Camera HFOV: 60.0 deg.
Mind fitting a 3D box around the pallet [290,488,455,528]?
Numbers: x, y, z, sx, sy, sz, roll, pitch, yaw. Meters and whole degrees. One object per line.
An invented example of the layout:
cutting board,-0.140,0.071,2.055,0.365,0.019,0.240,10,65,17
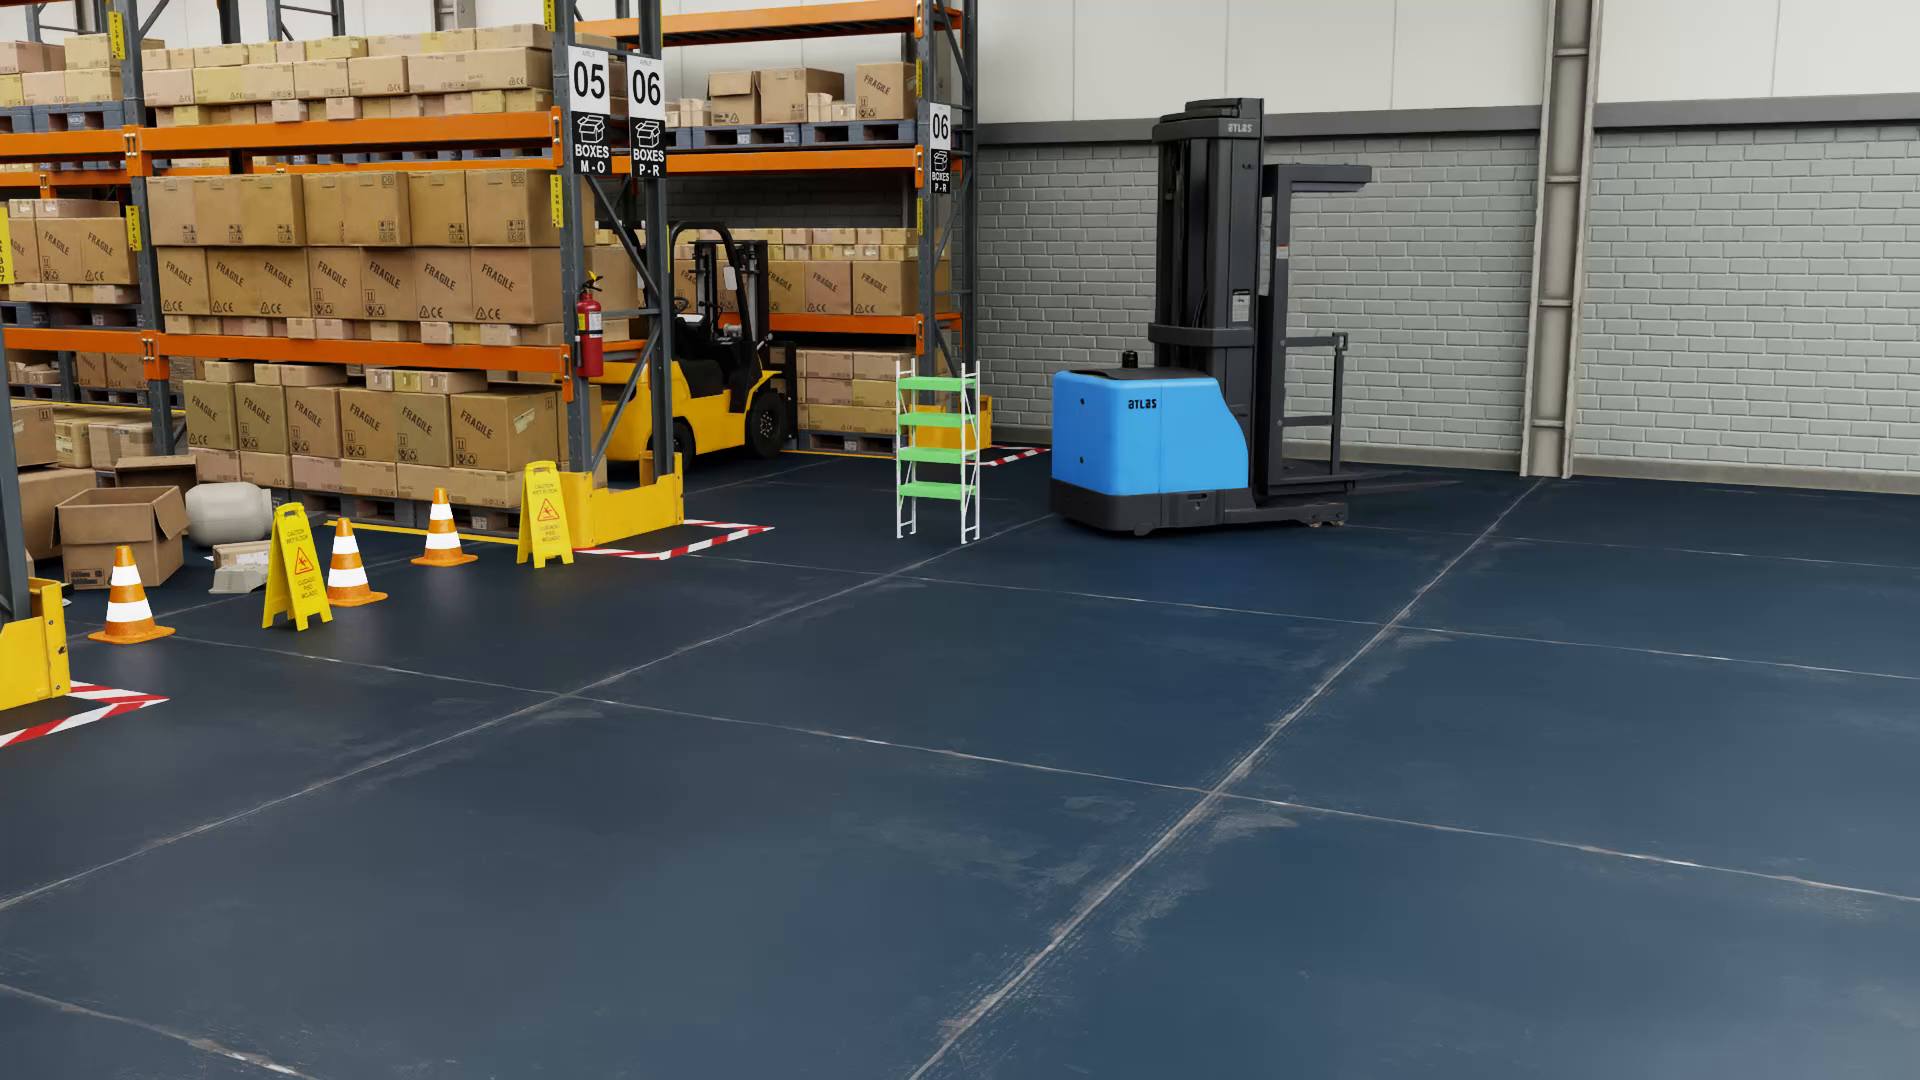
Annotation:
pallet,-4.170,-0.317,12.387,1.213,0.211,1.003,5,11,26

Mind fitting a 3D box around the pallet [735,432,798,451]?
pallet,-1.901,-1.088,16.647,1.213,0.211,1.003,5,11,26

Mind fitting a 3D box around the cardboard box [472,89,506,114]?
cardboard box,-2.981,-2.867,10.931,0.250,0.149,0.380,5,11,26

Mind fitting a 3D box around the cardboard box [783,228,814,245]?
cardboard box,-1.475,-2.884,15.806,0.250,0.149,0.380,5,12,27

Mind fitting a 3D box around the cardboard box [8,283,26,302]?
cardboard box,-7.379,-1.994,13.352,0.250,0.149,0.380,5,11,26

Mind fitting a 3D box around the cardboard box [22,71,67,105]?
cardboard box,-6.926,-3.504,12.990,0.500,0.250,0.500,5,11,27

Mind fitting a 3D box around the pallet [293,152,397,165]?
pallet,-6.632,-4.284,18.586,1.003,0.211,1.213,6,12,28

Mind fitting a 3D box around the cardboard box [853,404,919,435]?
cardboard box,-0.668,-1.150,15.703,0.500,0.250,0.500,5,11,26

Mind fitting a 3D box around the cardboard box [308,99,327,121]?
cardboard box,-4.331,-2.999,11.660,0.250,0.149,0.380,5,11,26

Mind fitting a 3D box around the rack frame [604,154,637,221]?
rack frame,-3.693,-2.625,17.312,0.127,3.000,1.000,5,11,26

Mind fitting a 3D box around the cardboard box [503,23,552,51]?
cardboard box,-2.733,-3.241,10.759,0.250,0.149,0.380,5,11,26

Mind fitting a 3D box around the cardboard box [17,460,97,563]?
cardboard box,-5.837,-0.162,10.329,0.503,0.637,0.797,5,11,26

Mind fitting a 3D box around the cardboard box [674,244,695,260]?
cardboard box,-2.622,-2.838,16.386,0.250,0.149,0.380,5,11,25

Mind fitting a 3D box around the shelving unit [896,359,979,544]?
shelving unit,-0.148,-0.603,11.195,0.503,1.200,0.258,5,11,26

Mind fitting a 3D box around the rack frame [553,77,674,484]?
rack frame,-2.299,-1.517,11.188,0.127,3.000,1.000,5,11,26

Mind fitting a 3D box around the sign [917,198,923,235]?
sign,-0.359,-2.911,14.973,0.005,0.325,0.100,5,11,26

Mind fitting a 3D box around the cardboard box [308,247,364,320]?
cardboard box,-4.248,-1.834,11.826,0.500,0.500,0.500,5,11,26

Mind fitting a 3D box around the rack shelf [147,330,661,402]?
rack shelf,-4.093,-1.320,12.123,4.000,0.370,1.077,5,11,26

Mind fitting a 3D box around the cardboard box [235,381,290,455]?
cardboard box,-4.991,-0.925,12.353,0.500,0.500,0.500,6,12,28

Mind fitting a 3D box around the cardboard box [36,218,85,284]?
cardboard box,-6.847,-2.273,13.070,0.500,0.500,0.500,5,11,26

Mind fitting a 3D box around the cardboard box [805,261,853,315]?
cardboard box,-1.125,-2.398,15.778,0.500,0.500,0.500,5,12,28

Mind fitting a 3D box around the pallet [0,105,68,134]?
pallet,-7.324,-3.362,13.491,1.003,0.211,1.213,5,11,26

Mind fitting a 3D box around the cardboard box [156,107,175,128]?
cardboard box,-5.714,-3.120,12.329,0.250,0.149,0.380,5,11,25

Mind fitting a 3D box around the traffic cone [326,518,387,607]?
traffic cone,-3.442,0.108,9.336,0.334,0.463,0.336,5,11,26

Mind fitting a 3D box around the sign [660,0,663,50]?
sign,-2.059,-3.510,11.322,0.005,0.325,0.100,5,11,26

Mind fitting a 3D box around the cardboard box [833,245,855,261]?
cardboard box,-0.989,-2.706,15.659,0.250,0.149,0.380,5,12,27

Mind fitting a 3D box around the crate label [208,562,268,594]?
crate label,-4.174,0.216,9.652,0.298,0.136,0.250,-1,10,-4

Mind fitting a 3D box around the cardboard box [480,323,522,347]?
cardboard box,-3.006,-1.391,11.197,0.250,0.149,0.380,5,11,25

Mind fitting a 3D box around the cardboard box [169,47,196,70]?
cardboard box,-5.502,-3.484,12.101,0.250,0.149,0.380,5,12,28

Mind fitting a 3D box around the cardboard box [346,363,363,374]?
cardboard box,-6.727,-1.927,18.944,0.625,0.625,0.875,5,12,28

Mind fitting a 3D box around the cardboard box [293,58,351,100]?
cardboard box,-4.249,-3.182,11.553,0.500,0.250,0.500,5,11,26

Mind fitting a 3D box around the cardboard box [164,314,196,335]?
cardboard box,-5.746,-1.632,12.532,0.250,0.149,0.380,5,11,26

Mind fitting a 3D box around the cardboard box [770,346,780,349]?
cardboard box,-2.026,-1.761,16.269,0.500,0.250,0.500,5,11,25

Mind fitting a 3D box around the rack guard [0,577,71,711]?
rack guard,-4.377,0.514,6.988,0.348,0.500,1.175,5,11,26

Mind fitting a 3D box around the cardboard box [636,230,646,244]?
cardboard box,-3.032,-3.042,16.681,0.250,0.149,0.380,5,11,25

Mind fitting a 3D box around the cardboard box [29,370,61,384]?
cardboard box,-11.497,-2.056,20.995,0.250,0.149,0.380,5,11,24

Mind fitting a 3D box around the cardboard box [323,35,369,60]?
cardboard box,-4.123,-3.357,11.397,0.250,0.149,0.380,5,12,27

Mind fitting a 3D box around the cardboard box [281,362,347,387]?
cardboard box,-4.687,-1.204,12.073,0.250,0.149,0.380,6,12,29

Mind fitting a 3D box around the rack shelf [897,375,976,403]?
rack shelf,-0.148,-1.013,11.121,0.480,0.148,0.258,5,11,26

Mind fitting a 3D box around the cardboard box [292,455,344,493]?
cardboard box,-4.516,-0.514,12.191,0.500,0.250,0.500,5,11,25

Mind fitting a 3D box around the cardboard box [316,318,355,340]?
cardboard box,-4.364,-1.515,11.882,0.250,0.149,0.380,5,11,26

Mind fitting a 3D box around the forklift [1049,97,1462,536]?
forklift,2.216,-1.613,11.911,3.031,2.935,1.130,-4,11,-22

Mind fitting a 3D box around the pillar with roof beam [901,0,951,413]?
pillar with roof beam,-2.237,-4.773,12.335,0.400,9.000,9.100,5,11,26

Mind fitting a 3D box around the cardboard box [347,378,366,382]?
cardboard box,-4.322,-0.971,12.609,0.500,0.500,0.500,6,12,29

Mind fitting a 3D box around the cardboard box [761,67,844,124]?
cardboard box,-1.485,-4.184,15.760,0.500,0.500,0.700,5,11,26

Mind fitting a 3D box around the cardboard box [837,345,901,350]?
cardboard box,-0.903,-1.762,16.279,0.500,0.250,0.500,5,11,26

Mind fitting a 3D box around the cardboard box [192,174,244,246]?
cardboard box,-5.139,-2.407,12.181,0.500,0.500,0.700,5,11,26

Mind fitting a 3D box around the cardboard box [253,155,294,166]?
cardboard box,-7.848,-4.344,18.809,0.500,0.250,0.500,5,11,24

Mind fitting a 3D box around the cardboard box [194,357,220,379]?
cardboard box,-8.670,-1.998,19.686,0.500,0.500,0.500,6,12,28
